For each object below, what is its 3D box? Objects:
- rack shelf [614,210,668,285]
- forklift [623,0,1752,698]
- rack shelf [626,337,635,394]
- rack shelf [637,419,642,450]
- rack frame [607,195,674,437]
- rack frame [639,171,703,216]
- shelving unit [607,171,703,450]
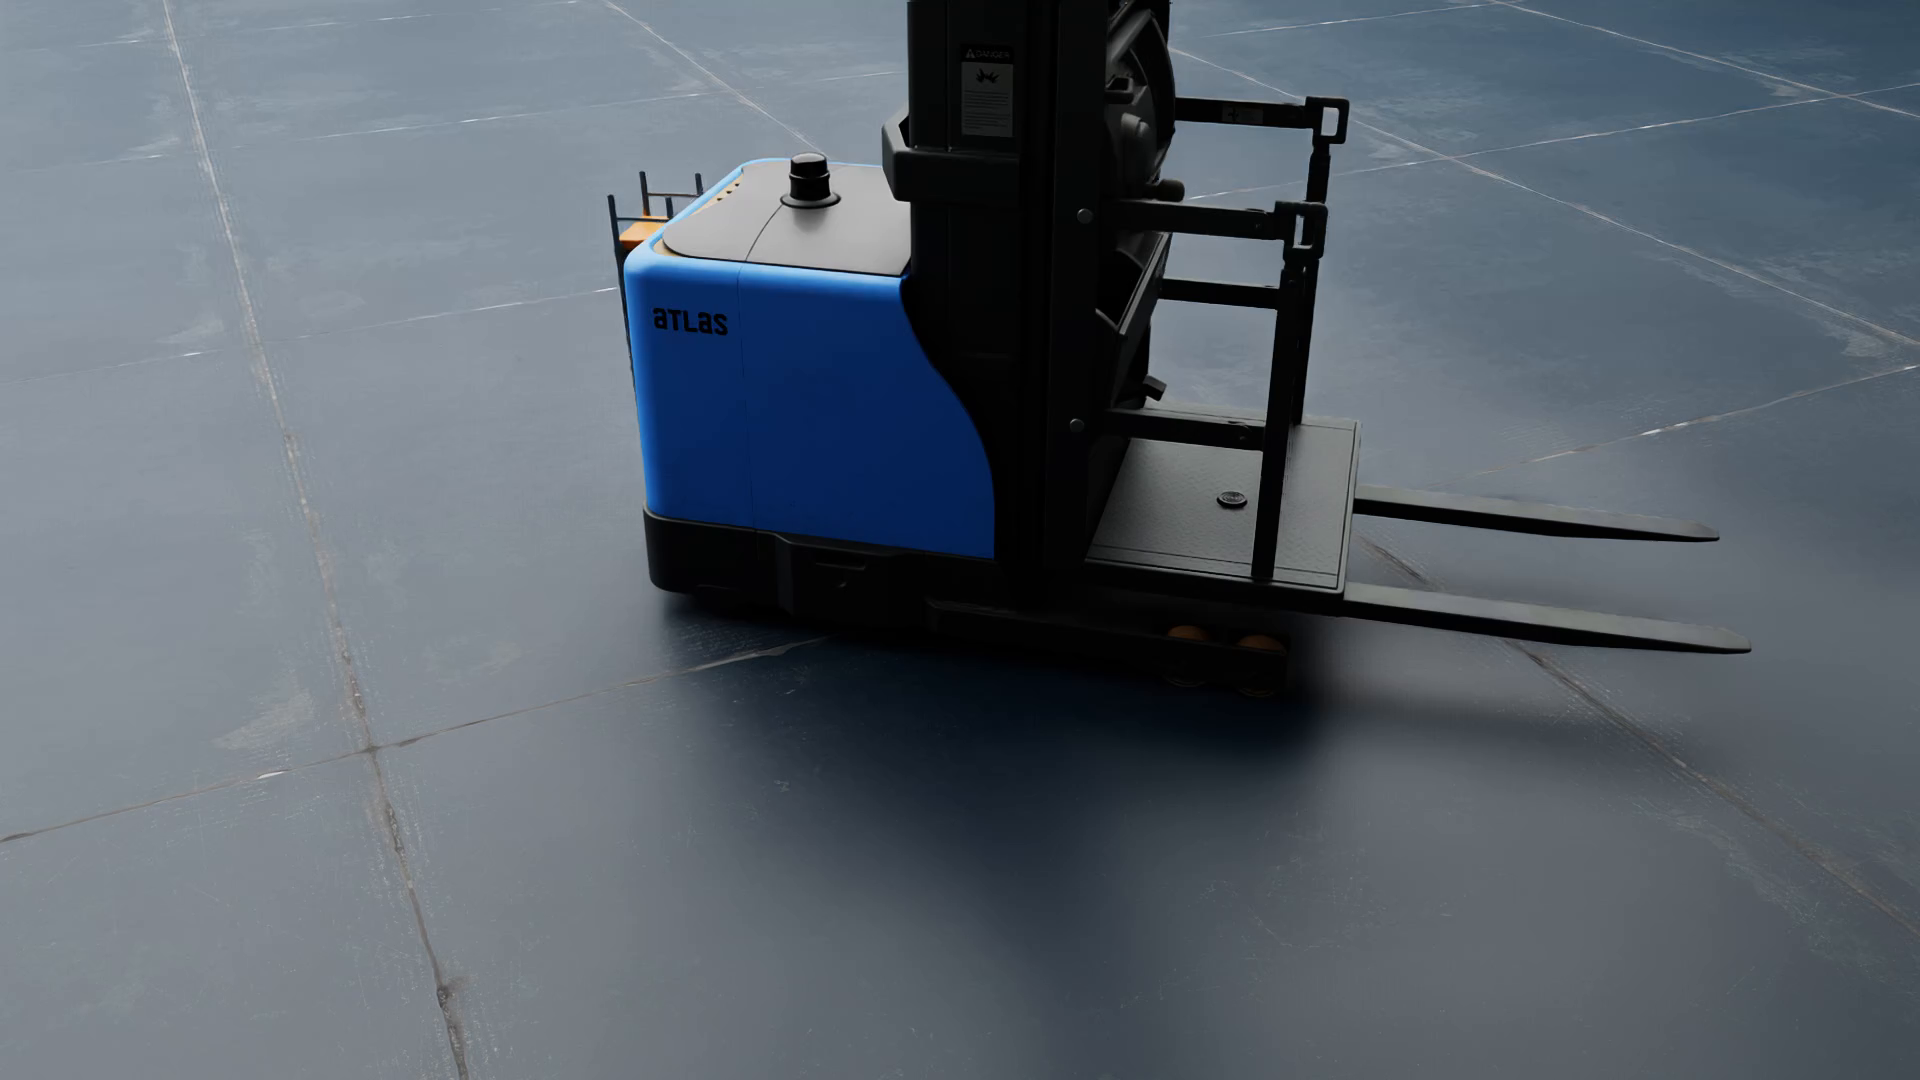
[{"bbox_3d":[-0.911,-0.852,5.130,0.215,0.259,0.240,5,30,12],"label":"rack shelf"},{"bbox_3d":[0.658,-1.141,4.288,3.031,2.935,1.130,7,30,13],"label":"forklift"},{"bbox_3d":[-0.902,-0.603,5.267,0.215,0.259,0.240,5,30,12],"label":"rack shelf"},{"bbox_3d":[-0.893,-0.360,5.401,0.215,0.259,0.240,5,30,12],"label":"rack shelf"},{"bbox_3d":[-0.929,-0.555,5.158,0.200,1.050,0.008,5,30,12],"label":"rack frame"},{"bbox_3d":[-0.875,-0.671,5.365,0.200,1.050,0.008,5,30,12],"label":"rack frame"},{"bbox_3d":[-0.902,-0.613,5.262,0.215,1.050,0.252,5,30,12],"label":"shelving unit"}]
